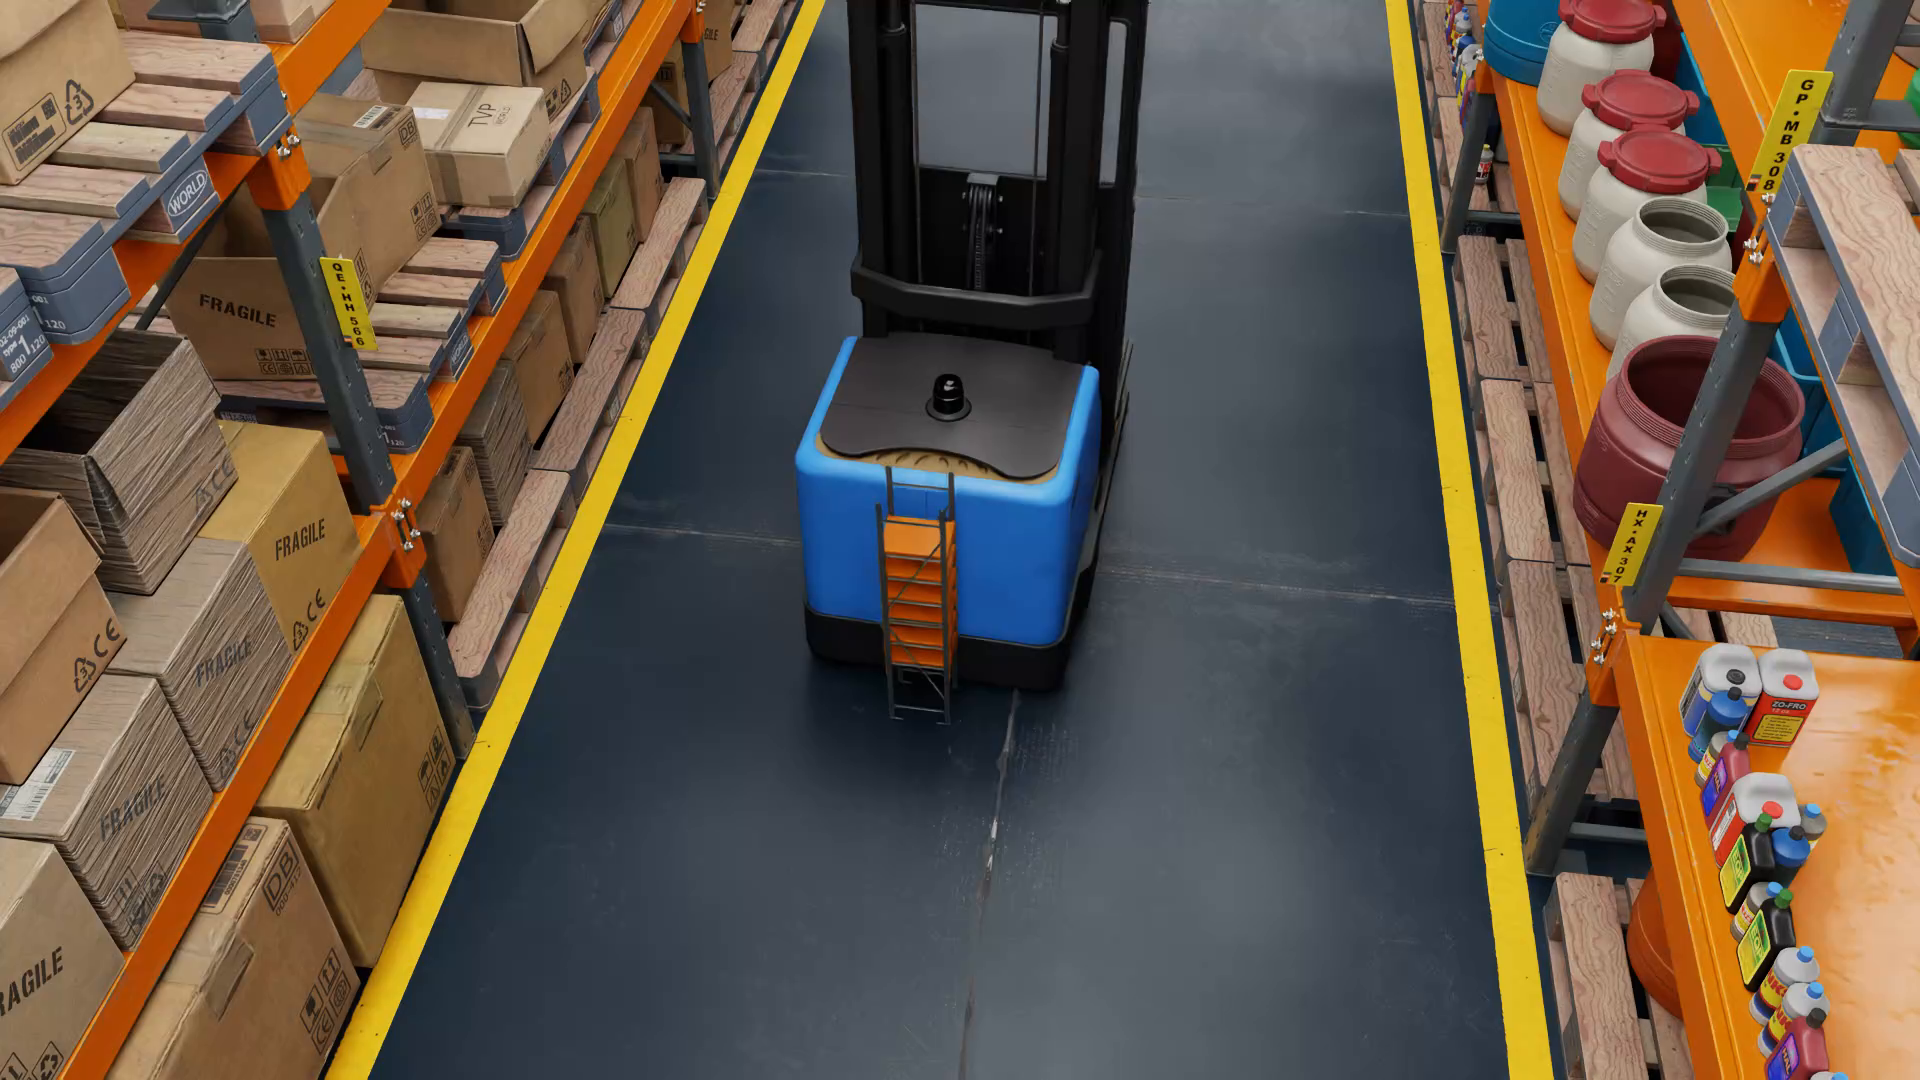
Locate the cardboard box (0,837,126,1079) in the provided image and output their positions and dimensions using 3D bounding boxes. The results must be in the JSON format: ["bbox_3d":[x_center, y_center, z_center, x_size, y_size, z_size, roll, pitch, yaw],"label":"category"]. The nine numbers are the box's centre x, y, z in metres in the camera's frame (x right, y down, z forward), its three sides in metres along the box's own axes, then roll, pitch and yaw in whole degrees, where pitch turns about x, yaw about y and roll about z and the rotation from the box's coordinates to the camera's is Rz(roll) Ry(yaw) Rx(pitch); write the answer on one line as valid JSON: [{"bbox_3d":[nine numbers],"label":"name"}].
[{"bbox_3d":[-2.399,1.033,3.905,0.500,0.500,0.500,6,44,6],"label":"cardboard box"}]

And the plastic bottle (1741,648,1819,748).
[{"bbox_3d":[2.308,0.445,4.689,0.152,0.276,0.135,5,44,6],"label":"plastic bottle"}]

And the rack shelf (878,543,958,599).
[{"bbox_3d":[-0.150,0.099,5.982,0.258,0.103,0.180,6,47,7],"label":"rack shelf"}]

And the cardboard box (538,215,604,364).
[{"bbox_3d":[-2.103,-1.187,7.820,0.700,0.500,0.500,2,43,2],"label":"cardboard box"}]

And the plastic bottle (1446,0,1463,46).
[{"bbox_3d":[2.996,-3.145,10.046,0.061,0.283,0.133,6,44,6],"label":"plastic bottle"}]

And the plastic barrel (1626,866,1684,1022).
[{"bbox_3d":[2.487,1.091,5.189,0.600,0.830,0.708,5,44,6],"label":"plastic barrel"}]

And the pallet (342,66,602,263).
[{"bbox_3d":[-2.153,-1.613,6.912,1.003,0.211,1.213,5,44,6],"label":"pallet"}]

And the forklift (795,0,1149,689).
[{"bbox_3d":[0.181,-1.504,6.707,1.130,2.935,3.031,8,44,8],"label":"forklift"}]

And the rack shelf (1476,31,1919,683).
[{"bbox_3d":[2.799,-0.982,6.628,1.077,0.370,4.000,5,44,6],"label":"rack shelf"}]

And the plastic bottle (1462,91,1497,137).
[{"bbox_3d":[2.889,-2.400,9.209,0.144,0.351,0.185,3,44,3],"label":"plastic bottle"}]

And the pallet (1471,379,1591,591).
[{"bbox_3d":[2.840,-0.221,7.330,1.003,0.211,1.213,5,44,6],"label":"pallet"}]

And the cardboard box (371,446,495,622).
[{"bbox_3d":[-2.306,-0.041,6.609,0.700,0.500,0.500,3,44,3],"label":"cardboard box"}]

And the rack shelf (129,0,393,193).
[{"bbox_3d":[-2.110,-2.521,6.072,1.077,0.370,4.000,5,44,6],"label":"rack shelf"}]

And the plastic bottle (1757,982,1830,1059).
[{"bbox_3d":[1.993,1.139,3.959,0.097,0.271,0.097,0,43,0],"label":"plastic bottle"}]

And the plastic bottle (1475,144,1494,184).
[{"bbox_3d":[2.803,-2.025,8.922,0.097,0.201,0.097,0,43,0],"label":"plastic bottle"}]

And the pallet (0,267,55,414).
[{"bbox_3d":[-2.552,-0.145,3.177,1.003,0.211,1.213,7,44,7],"label":"pallet"}]

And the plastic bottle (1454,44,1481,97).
[{"bbox_3d":[2.957,-2.703,9.584,0.152,0.276,0.135,6,44,6],"label":"plastic bottle"}]

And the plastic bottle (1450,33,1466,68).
[{"bbox_3d":[2.972,-2.899,9.845,0.097,0.201,0.097,0,43,0],"label":"plastic bottle"}]

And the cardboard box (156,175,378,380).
[{"bbox_3d":[-2.343,-0.890,5.631,0.500,0.500,0.500,0,43,0],"label":"cardboard box"}]

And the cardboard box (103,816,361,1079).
[{"bbox_3d":[-2.612,1.364,4.867,1.225,0.875,0.875,5,44,6],"label":"cardboard box"}]

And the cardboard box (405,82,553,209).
[{"bbox_3d":[-1.925,-1.549,6.508,0.500,0.250,0.500,4,44,4],"label":"cardboard box"}]

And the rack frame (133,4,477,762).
[{"bbox_3d":[-2.374,-0.330,5.417,1.000,3.000,0.127,5,44,6],"label":"rack frame"}]

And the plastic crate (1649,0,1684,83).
[{"bbox_3d":[3.303,-2.271,7.421,0.402,0.464,0.583,5,44,6],"label":"plastic crate"}]

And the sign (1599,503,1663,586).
[{"bbox_3d":[1.989,0.016,4.933,0.100,0.325,0.005,5,44,6],"label":"sign"}]

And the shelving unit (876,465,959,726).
[{"bbox_3d":[-0.148,0.233,6.124,0.258,1.200,0.189,6,47,7],"label":"shelving unit"}]

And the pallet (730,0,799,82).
[{"bbox_3d":[-1.633,-3.338,10.622,1.003,0.211,1.213,5,44,6],"label":"pallet"}]

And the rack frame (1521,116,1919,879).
[{"bbox_3d":[2.535,0.120,4.941,1.000,3.000,0.127,5,44,6],"label":"rack frame"}]

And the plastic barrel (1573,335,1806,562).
[{"bbox_3d":[2.296,-0.273,5.258,0.600,0.536,0.708,5,44,6],"label":"plastic barrel"}]

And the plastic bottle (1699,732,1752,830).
[{"bbox_3d":[2.069,0.648,4.469,0.061,0.283,0.133,5,44,6],"label":"plastic bottle"}]

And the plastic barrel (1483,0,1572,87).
[{"bbox_3d":[2.713,-2.552,7.399,0.600,0.901,0.708,5,44,6],"label":"plastic barrel"}]

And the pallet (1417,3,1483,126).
[{"bbox_3d":[3.353,-2.881,10.139,1.003,0.211,1.213,5,44,6],"label":"pallet"}]

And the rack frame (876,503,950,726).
[{"bbox_3d":[-0.162,0.299,6.062,0.240,1.200,0.006,6,47,7],"label":"rack frame"}]

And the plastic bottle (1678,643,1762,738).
[{"bbox_3d":[2.157,0.431,4.704,0.152,0.276,0.135,5,44,6],"label":"plastic bottle"}]

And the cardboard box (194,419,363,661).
[{"bbox_3d":[-2.194,-0.008,5.004,0.500,0.500,0.500,6,44,7],"label":"cardboard box"}]

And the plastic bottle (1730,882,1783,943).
[{"bbox_3d":[2.036,0.941,4.219,0.097,0.201,0.097,0,43,0],"label":"plastic bottle"}]

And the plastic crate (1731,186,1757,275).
[{"bbox_3d":[3.052,-0.977,6.053,0.402,0.464,0.583,5,44,6],"label":"plastic crate"}]

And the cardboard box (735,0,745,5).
[{"bbox_3d":[-1.563,-3.768,10.560,0.500,0.500,0.500,9,44,9],"label":"cardboard box"}]

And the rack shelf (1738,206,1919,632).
[{"bbox_3d":[2.271,0.655,2.718,1.077,0.370,4.000,5,44,6],"label":"rack shelf"}]

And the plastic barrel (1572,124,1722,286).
[{"bbox_3d":[2.566,-1.228,6.267,0.433,0.535,0.433,0,43,0],"label":"plastic barrel"}]

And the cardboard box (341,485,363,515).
[{"bbox_3d":[-2.316,-0.314,6.352,0.500,0.250,0.500,7,44,7],"label":"cardboard box"}]

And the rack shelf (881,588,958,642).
[{"bbox_3d":[-0.147,0.263,6.157,0.258,0.103,0.180,6,47,7],"label":"rack shelf"}]

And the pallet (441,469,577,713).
[{"bbox_3d":[-2.270,0.150,6.938,1.003,0.211,1.213,5,44,6],"label":"pallet"}]

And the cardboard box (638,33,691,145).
[{"bbox_3d":[-1.753,-2.570,9.295,0.500,0.500,0.500,4,44,4],"label":"cardboard box"}]
